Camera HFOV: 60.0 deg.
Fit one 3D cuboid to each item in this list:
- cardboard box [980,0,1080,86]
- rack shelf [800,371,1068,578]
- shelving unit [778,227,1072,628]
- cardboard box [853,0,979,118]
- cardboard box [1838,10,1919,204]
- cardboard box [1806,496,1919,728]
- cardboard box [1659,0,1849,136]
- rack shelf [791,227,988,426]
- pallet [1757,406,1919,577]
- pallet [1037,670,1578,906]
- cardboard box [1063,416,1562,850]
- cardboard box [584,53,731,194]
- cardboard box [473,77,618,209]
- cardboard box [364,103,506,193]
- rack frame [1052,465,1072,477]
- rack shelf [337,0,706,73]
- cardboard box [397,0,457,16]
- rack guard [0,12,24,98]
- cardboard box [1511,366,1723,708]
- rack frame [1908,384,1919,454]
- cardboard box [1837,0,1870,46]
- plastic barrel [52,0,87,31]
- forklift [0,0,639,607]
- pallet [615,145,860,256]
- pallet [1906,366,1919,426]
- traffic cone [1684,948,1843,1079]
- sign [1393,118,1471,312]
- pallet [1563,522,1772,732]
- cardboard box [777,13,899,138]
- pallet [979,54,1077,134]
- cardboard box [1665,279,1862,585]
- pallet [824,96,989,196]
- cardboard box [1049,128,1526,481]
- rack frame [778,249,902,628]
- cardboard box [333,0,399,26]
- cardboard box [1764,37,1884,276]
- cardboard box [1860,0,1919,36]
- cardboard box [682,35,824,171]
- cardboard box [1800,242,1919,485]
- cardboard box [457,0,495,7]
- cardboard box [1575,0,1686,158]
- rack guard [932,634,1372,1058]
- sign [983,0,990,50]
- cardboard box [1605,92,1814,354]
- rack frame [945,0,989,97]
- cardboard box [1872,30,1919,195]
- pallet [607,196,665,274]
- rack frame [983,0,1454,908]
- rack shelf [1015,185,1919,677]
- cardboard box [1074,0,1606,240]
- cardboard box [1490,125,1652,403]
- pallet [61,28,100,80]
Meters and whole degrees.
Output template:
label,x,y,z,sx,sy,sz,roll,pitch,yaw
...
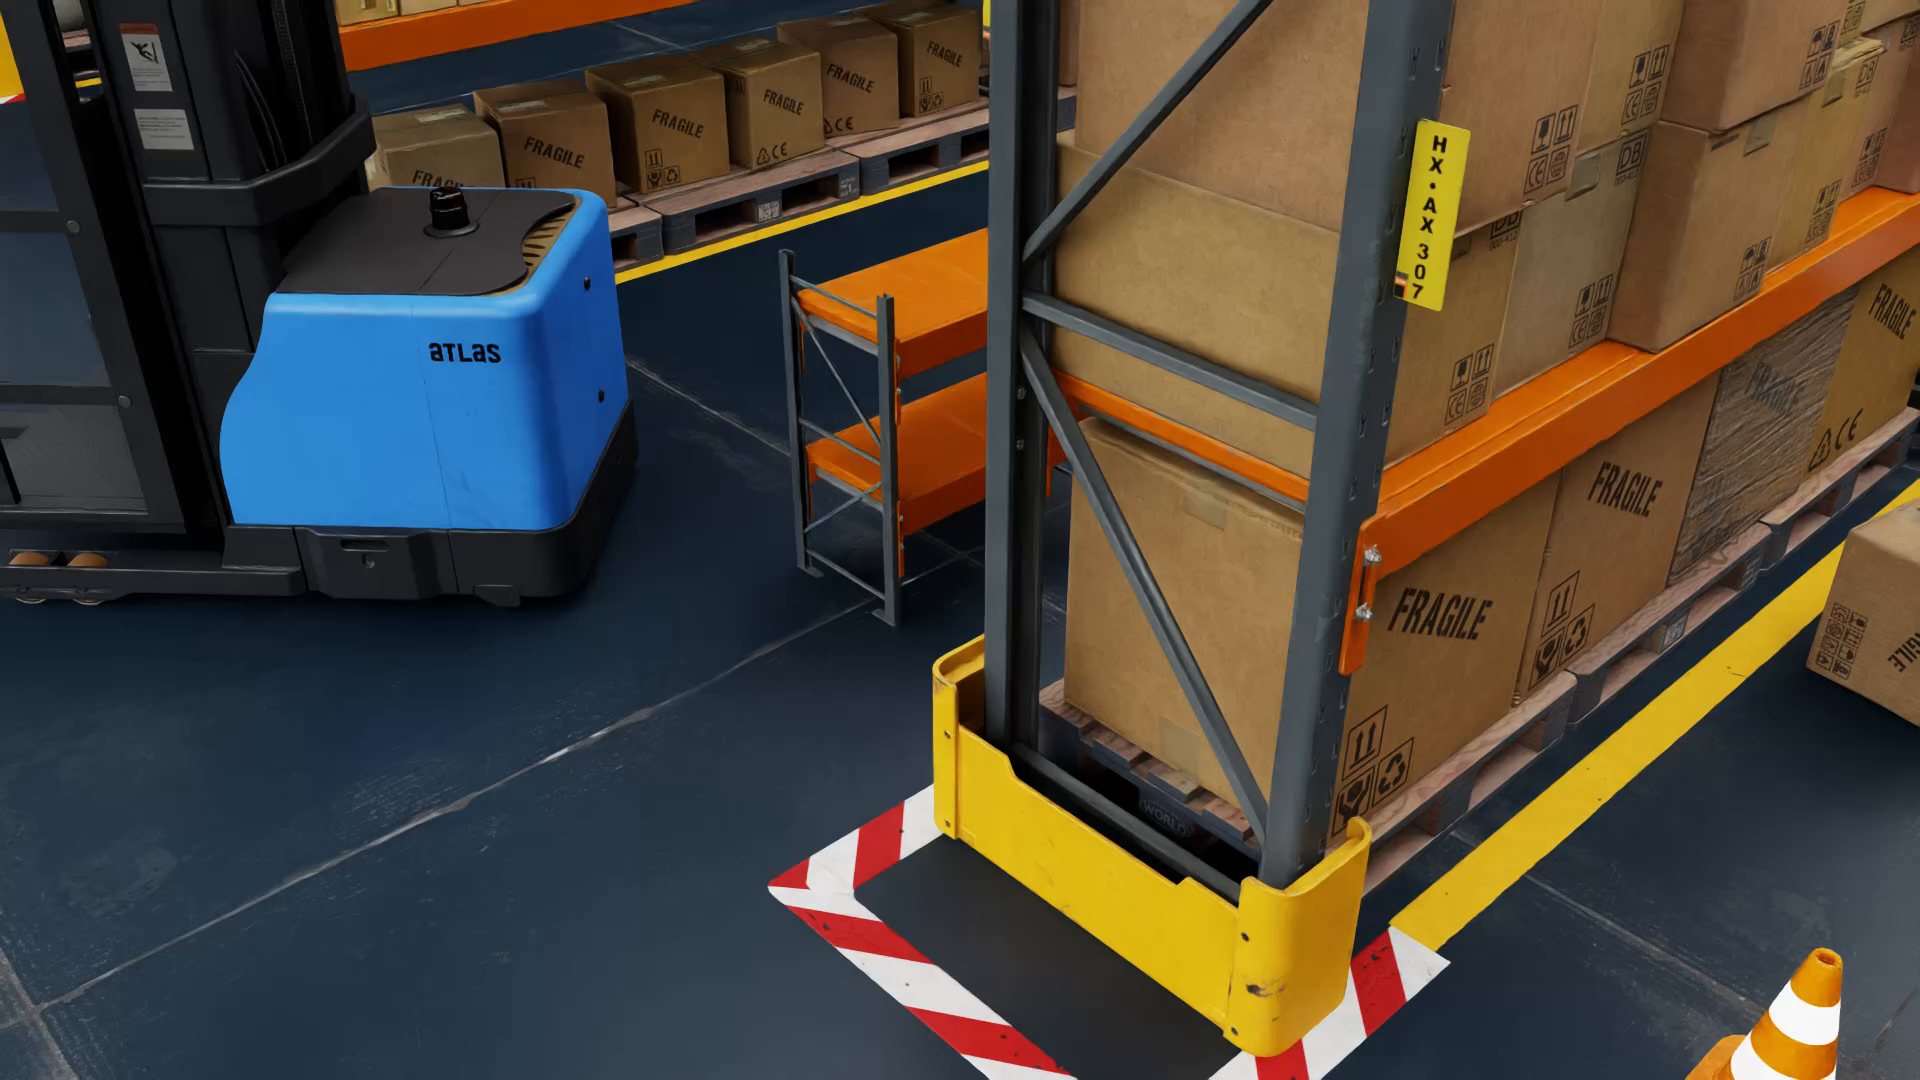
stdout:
label,x,y,z,sx,sy,sz,roll,pitch,yaw
cardboard box,0.543,-3.055,9.846,0.700,0.500,0.500,26,40,35
rack shelf,0.005,-0.274,5.588,1.000,0.278,0.538,-26,40,-35
shelving unit,0.005,-0.482,5.460,1.048,1.125,0.538,-26,40,-35
cardboard box,-0.242,-2.711,9.301,0.500,0.500,0.500,-27,41,-37
cardboard box,2.250,-1.370,4.971,0.550,0.550,0.875,-26,40,-35
cardboard box,2.936,0.217,4.913,0.500,0.500,0.500,-19,36,-28
cardboard box,1.586,-1.391,3.971,0.550,0.550,0.875,-26,40,-35
rack shelf,0.005,-0.732,5.308,1.000,0.278,0.538,-26,40,-35
pallet,2.766,-0.362,6.140,1.213,0.211,1.003,-26,40,-35
pallet,0.977,0.504,4.724,1.213,0.211,1.003,-26,40,-35
cardboard box,0.896,0.089,4.363,0.875,0.875,0.875,-26,40,-35
cardboard box,-1.498,-2.074,8.259,0.500,0.500,0.500,-22,38,-31
cardboard box,-1.970,-1.859,7.908,0.500,0.500,0.500,-15,35,-23
cardboard box,-2.385,-1.634,7.540,0.500,0.500,0.500,-18,36,-27
rack frame,0.378,-0.663,5.755,0.032,1.125,0.500,-26,40,-35
rack shelf,-1.388,-2.708,7.993,4.000,0.370,1.077,-26,40,-35
cardboard box,-2.287,-2.290,6.860,0.250,0.149,0.380,-26,40,-35
rack guard,-6.199,-3.179,10.470,0.348,0.500,1.175,-26,40,-35
cardboard box,1.540,-0.224,4.875,0.875,0.875,0.875,-27,40,-36
rack frame,3.377,-1.791,5.804,0.127,3.000,1.000,-26,40,-35
cardboard box,1.886,-1.629,4.360,0.500,0.550,0.875,-26,40,-35
plastic barrel,-5.792,-3.581,10.713,0.421,0.512,0.421,0,31,0
forklift,-2.714,-1.313,5.088,3.031,2.935,1.130,1,31,2
pallet,-1.285,-1.848,8.570,1.213,0.211,1.003,-26,40,-35
pallet,3.891,-0.904,7.026,1.213,0.211,1.003,-26,40,-35
traffic cone,1.799,1.065,3.565,0.334,0.463,0.336,-26,40,-35
sign,0.817,-0.561,2.887,0.005,0.325,0.100,-26,40,-35
pallet,1.871,0.073,5.428,1.213,0.211,1.003,-26,40,-35
cardboard box,-0.657,-2.505,8.964,0.500,0.500,0.500,-13,34,-21
pallet,0.648,-2.812,10.146,1.213,0.211,1.003,-26,40,-35
cardboard box,2.210,-0.547,5.403,0.875,0.875,0.875,-25,40,-35
pallet,-0.390,-2.283,9.282,1.213,0.211,1.003,-26,40,-35
cardboard box,0.685,-0.585,3.688,0.550,0.550,0.875,-26,40,-35
rack frame,-0.368,-0.302,5.166,0.032,1.125,0.500,-26,40,-35
cardboard box,-2.484,-2.208,6.727,0.250,0.149,0.380,-26,40,-35
cardboard box,1.930,-1.143,4.601,0.500,0.550,0.875,-26,40,-35
cardboard box,2.269,-1.820,4.672,0.550,0.550,0.875,-26,40,-35
cardboard box,-1.059,-2.254,8.555,0.500,0.500,0.500,25,39,35
cardboard box,2.868,-0.868,5.928,0.875,0.875,0.875,-25,39,-35
cardboard box,-2.094,-2.373,6.996,0.250,0.149,0.380,-26,40,-35
cardboard box,1.083,-1.244,3.731,0.550,0.550,0.875,-26,40,-35
rack guard,0.426,0.702,4.122,0.348,0.500,1.175,-26,40,-35
sign,0.085,-1.180,3.468,0.005,0.325,0.100,-26,40,-35
cardboard box,1.569,-0.940,4.267,0.550,0.550,0.875,-26,40,-35
rack frame,0.078,-3.725,8.966,0.127,3.000,1.000,-26,40,-35
cardboard box,2.726,-1.516,5.210,0.550,0.550,0.875,-26,40,-35
pallet,-2.179,-1.418,7.866,1.213,0.211,1.003,-26,40,-35
rack frame,0.444,-0.373,3.484,0.127,3.000,1.000,-26,40,-35
rack shelf,1.910,-0.775,4.832,4.000,0.370,1.077,-26,40,-35
cardboard box,0.742,-1.014,3.354,0.550,0.550,0.875,-26,40,-35
cardboard box,1.073,-0.789,4.021,0.550,0.550,0.875,-26,40,-35
pallet,-5.599,-3.342,11.013,1.213,0.211,1.003,-26,40,-35
